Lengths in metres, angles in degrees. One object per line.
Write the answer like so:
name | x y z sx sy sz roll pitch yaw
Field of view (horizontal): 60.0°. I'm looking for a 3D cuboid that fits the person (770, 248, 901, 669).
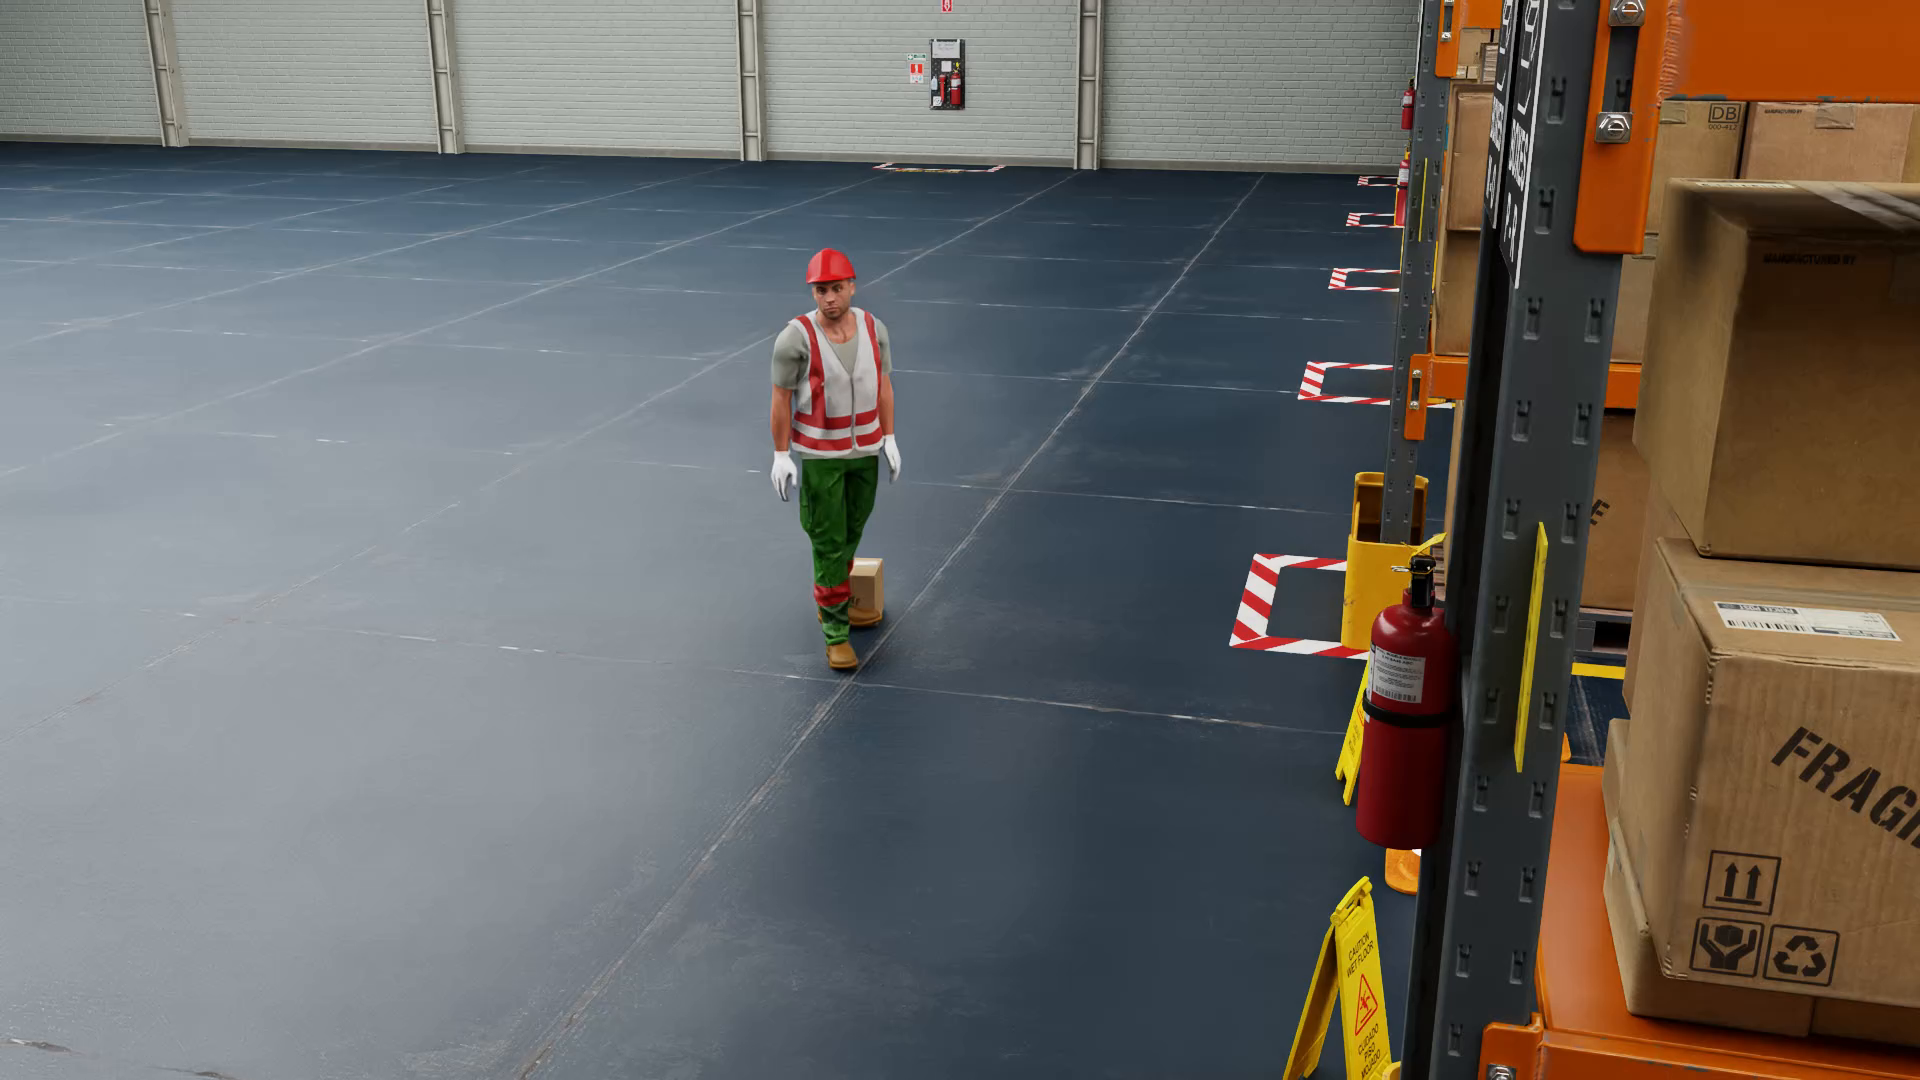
person | -0.533 -0.365 7.146 0.570 1.788 0.618 -12 21 -32
